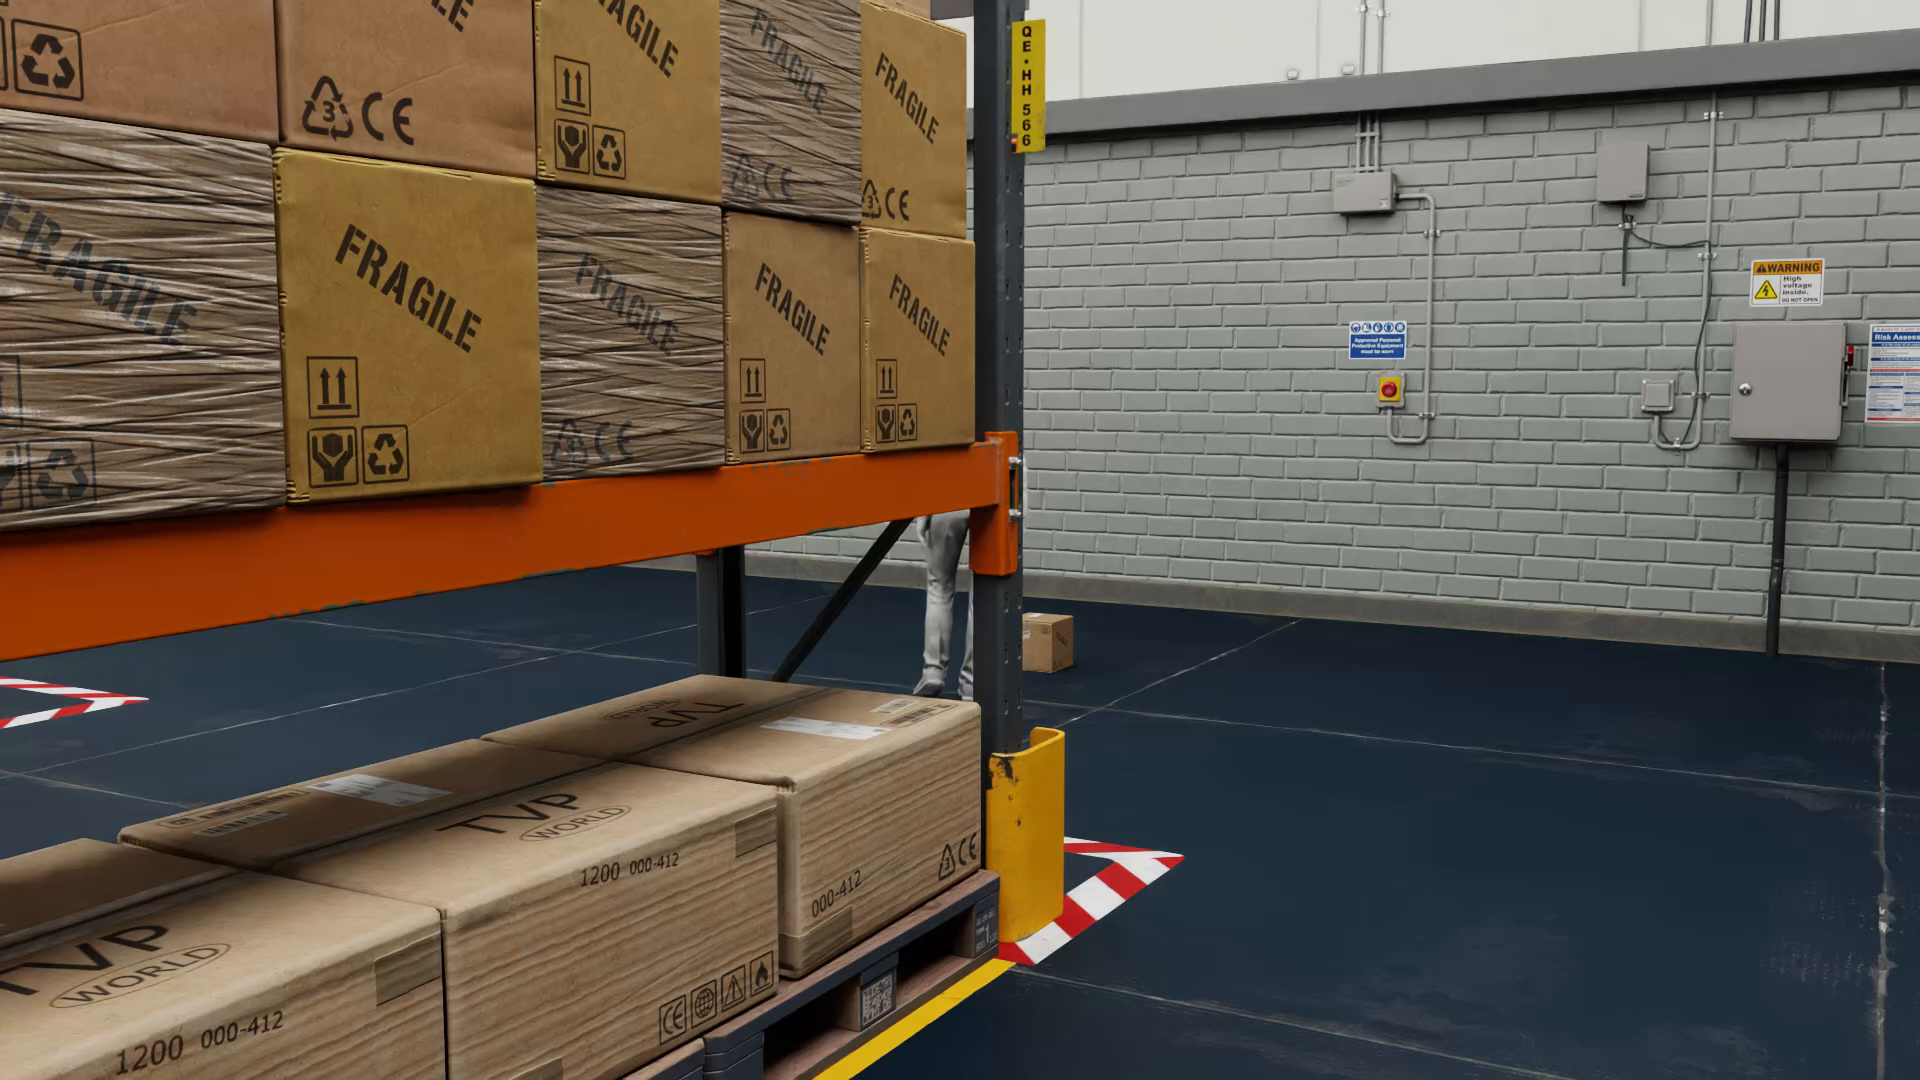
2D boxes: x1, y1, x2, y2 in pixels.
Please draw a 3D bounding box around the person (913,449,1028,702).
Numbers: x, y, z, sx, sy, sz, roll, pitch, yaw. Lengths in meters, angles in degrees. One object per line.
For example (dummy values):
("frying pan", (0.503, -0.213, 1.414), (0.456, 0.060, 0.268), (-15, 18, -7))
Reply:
("person", (0.041, -0.092, 7.400), (0.524, 1.717, 0.397), (0, 6, 2))
